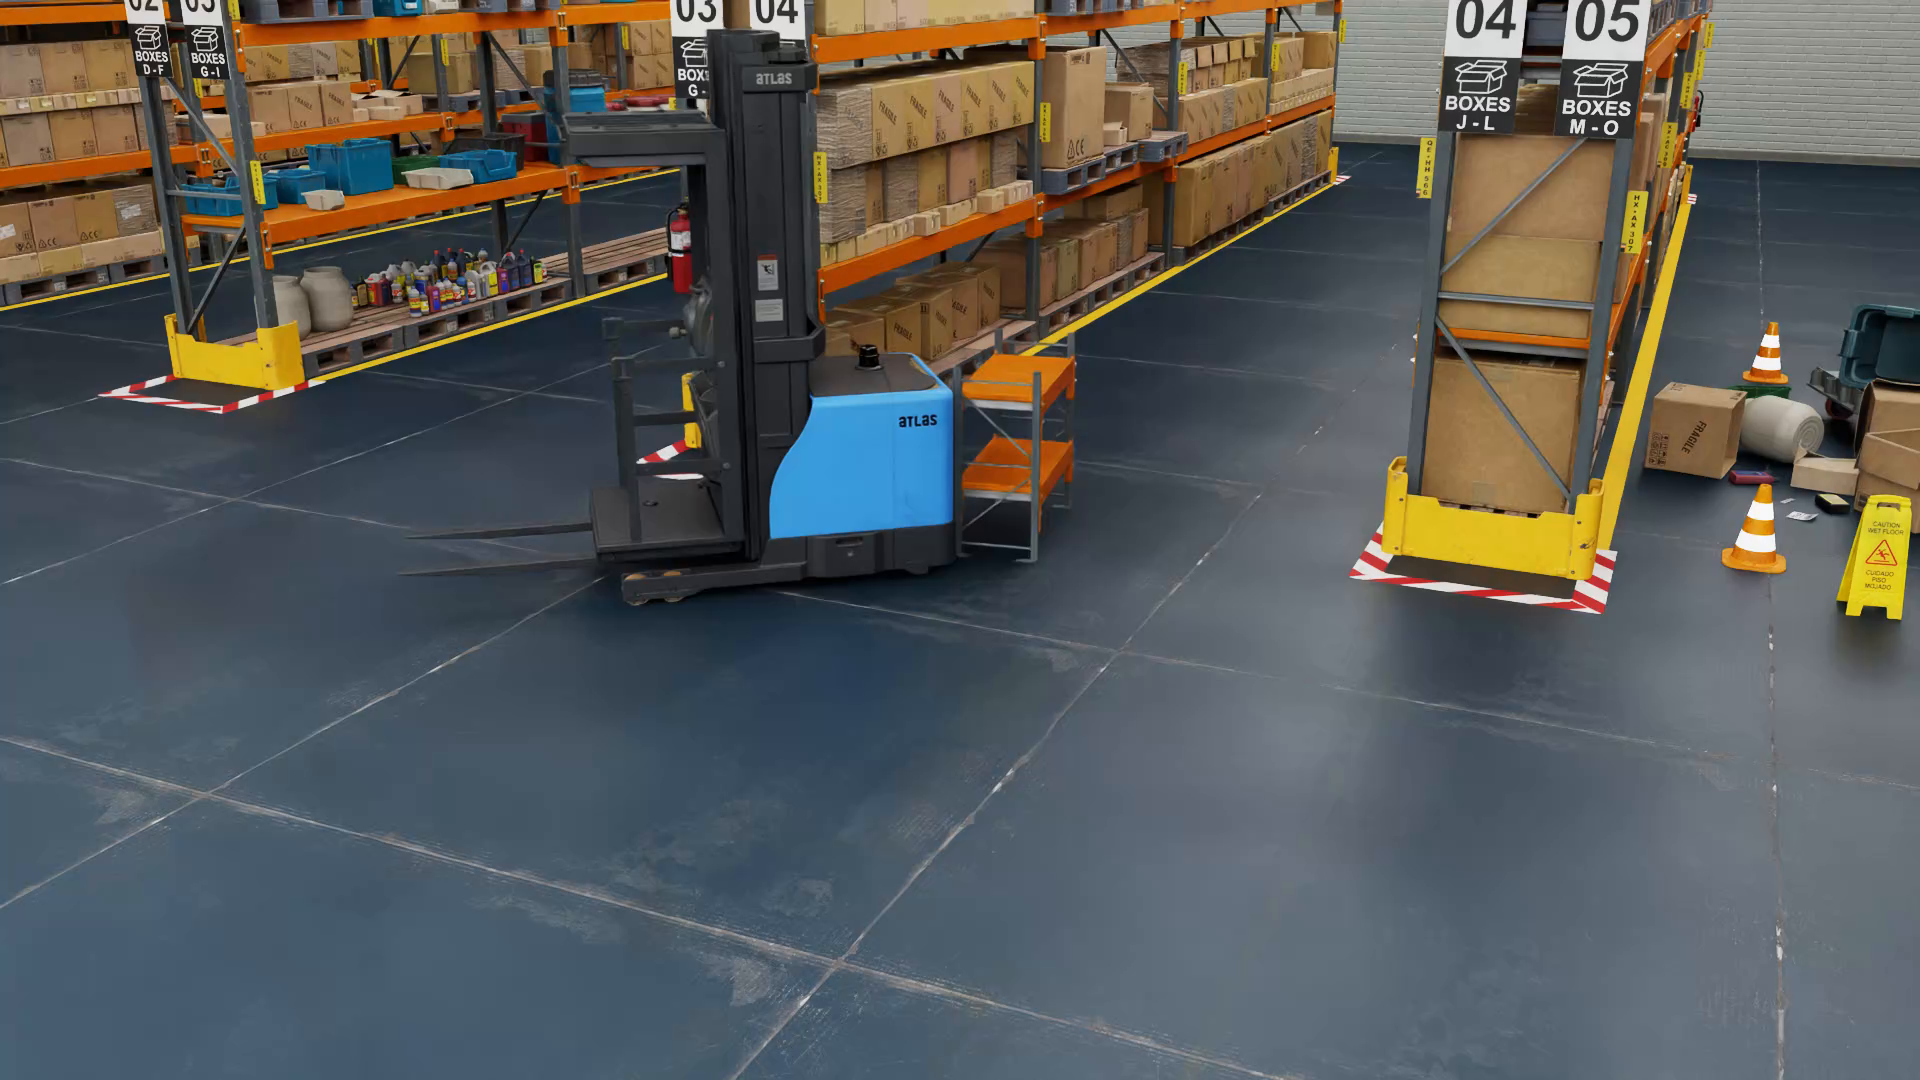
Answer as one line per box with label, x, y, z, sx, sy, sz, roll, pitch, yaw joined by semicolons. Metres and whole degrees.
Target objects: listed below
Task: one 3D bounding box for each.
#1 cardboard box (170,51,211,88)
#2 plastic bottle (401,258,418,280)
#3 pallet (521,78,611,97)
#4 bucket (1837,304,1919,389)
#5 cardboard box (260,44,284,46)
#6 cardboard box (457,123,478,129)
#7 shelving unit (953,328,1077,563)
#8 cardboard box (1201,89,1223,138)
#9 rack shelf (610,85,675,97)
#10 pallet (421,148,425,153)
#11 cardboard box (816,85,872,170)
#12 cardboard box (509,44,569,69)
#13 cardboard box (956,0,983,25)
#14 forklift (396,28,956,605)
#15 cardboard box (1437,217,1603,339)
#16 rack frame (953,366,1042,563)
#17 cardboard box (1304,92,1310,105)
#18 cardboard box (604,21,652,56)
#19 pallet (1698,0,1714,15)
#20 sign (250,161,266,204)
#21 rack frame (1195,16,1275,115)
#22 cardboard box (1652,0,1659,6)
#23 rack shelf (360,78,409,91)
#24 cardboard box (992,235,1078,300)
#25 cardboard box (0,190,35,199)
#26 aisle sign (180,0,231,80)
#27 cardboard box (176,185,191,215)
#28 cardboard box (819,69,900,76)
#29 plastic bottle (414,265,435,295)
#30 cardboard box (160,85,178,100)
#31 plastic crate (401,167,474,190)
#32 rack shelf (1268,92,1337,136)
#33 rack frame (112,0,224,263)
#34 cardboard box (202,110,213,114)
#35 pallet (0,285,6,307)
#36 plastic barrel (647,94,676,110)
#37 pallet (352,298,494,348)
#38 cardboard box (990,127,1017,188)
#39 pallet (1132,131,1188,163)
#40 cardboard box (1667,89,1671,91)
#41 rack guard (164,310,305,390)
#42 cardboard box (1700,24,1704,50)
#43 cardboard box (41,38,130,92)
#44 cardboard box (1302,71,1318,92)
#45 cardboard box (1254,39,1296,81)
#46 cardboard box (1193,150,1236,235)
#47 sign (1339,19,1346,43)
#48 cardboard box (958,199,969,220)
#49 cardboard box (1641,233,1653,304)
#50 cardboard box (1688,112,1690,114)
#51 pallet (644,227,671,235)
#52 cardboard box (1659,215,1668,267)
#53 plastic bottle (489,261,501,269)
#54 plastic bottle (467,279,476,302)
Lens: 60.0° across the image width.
cardboard box;-11.257;-6.826;24.063;0.500;0.500;0.500;9;22;24
plastic bottle;-5.250;-2.516;15.862;0.144;0.351;0.185;8;21;22
pallet;-5.958;-6.740;24.732;1.003;0.211;1.213;9;21;23
bucket;6.760;-1.359;11.930;0.726;0.611;0.620;18;16;41
cardboard box;-10.645;-7.644;25.244;0.500;0.250;0.500;8;21;22
cardboard box;-9.019;-7.447;29.536;0.700;0.500;0.500;8;21;21
shelving unit;0.335;-0.591;9.951;0.538;1.125;1.048;5;20;14
cardboard box;2.730;-4.950;19.263;0.500;0.500;0.500;8;21;22
rack shelf;-4.712;-7.333;27.184;1.077;0.370;4.000;9;21;23
pallet;-9.171;-7.021;29.396;1.003;0.211;1.213;9;21;23
cardboard box;-0.935;-2.821;11.338;0.500;0.500;0.500;9;21;23
cardboard box;-6.153;-6.972;24.321;0.700;0.500;0.500;12;23;31
cardboard box;-0.147;-4.107;12.788;0.500;0.250;0.500;8;21;22
forklift;-1.597;-1.224;9.036;3.031;2.935;1.130;-5;20;-13
cardboard box;3.185;-1.510;9.515;0.875;0.550;0.550;9;21;23
rack frame;0.208;-0.426;9.487;0.500;1.125;0.032;5;20;14
cardboard box;4.671;-6.183;23.253;0.380;0.149;0.250;9;21;24
cardboard box;-5.081;-7.684;25.457;0.500;0.500;0.500;9;22;24
pallet;6.136;-4.886;15.036;1.213;0.211;1.003;10;22;25
sign;-5.427;-2.765;12.853;0.100;0.325;0.005;9;21;23
rack frame;3.505;-5.700;21.519;1.000;3.000;0.127;9;21;23
cardboard box;3.508;-2.921;8.827;0.380;0.149;0.250;9;21;23
rack shelf;-9.233;-8.011;29.092;1.077;0.370;4.000;9;21;23
cardboard box;0.713;-2.612;15.910;0.700;0.500;0.500;8;21;22
cardboard box;-9.895;-3.313;17.165;0.500;0.500;0.500;9;21;23
aisle sign;-5.690;-3.874;12.505;0.394;0.787;0.004;9;21;23
cardboard box;-8.903;-3.944;19.223;0.500;0.311;0.500;9;21;23
cardboard box;-0.790;-3.350;12.826;0.500;0.500;0.500;9;21;23
plastic bottle;-5.105;-2.468;15.839;0.152;0.276;0.135;9;21;23
cardboard box;-8.723;-4.855;18.026;0.380;0.149;0.250;9;21;23
plastic crate;-4.723;-3.278;15.104;0.530;0.136;0.437;9;21;23
rack shelf;4.324;-5.972;23.359;1.077;0.370;4.000;9;21;23
rack frame;-8.807;-4.615;18.468;1.000;3.000;0.127;9;21;23
cardboard box;-8.614;-4.845;19.317;0.396;0.266;0.258;8;21;21
pallet;-10.170;-2.318;16.170;1.003;0.211;1.213;9;21;23
plastic barrel;-3.220;-4.617;18.271;0.433;0.535;0.433;0;20;0
pallet;-5.101;-2.046;15.407;1.003;0.211;1.213;9;21;23
cardboard box;-0.012;-3.312;14.213;0.875;0.500;0.500;9;21;23
pallet;1.672;-4.154;17.460;1.213;0.211;1.003;9;21;23
cardboard box;7.254;-4.642;17.405;0.380;0.149;0.250;9;22;24
rack guard;-5.939;-1.563;13.618;1.175;0.500;0.348;9;21;23
cardboard box;9.040;-6.218;20.892;0.500;0.500;0.500;8;21;21
cardboard box;-9.189;-4.982;17.415;0.700;0.500;0.500;8;21;23
cardboard box;4.770;-6.497;23.541;0.500;0.250;0.500;8;21;21
cardboard box;4.143;-6.383;22.102;0.500;0.500;0.500;9;21;23
cardboard box;2.541;-4.153;19.715;1.225;0.875;0.875;9;21;23
sign;5.632;-7.501;24.503;0.100;0.325;0.005;9;21;23
cardboard box;-0.148;-2.655;13.331;0.380;0.149;0.250;9;21;23
cardboard box;6.019;-2.730;15.898;1.050;0.750;0.750;8;21;22
cardboard box;9.443;-5.724;21.961;0.380;0.149;0.250;9;22;24
pallet;-3.004;-3.611;19.808;1.003;0.211;1.213;9;21;23
cardboard box;7.076;-3.121;17.372;0.500;0.500;0.500;9;21;23
plastic bottle;-4.514;-2.575;16.142;0.152;0.276;0.135;9;21;23
plastic bottle;-4.595;-2.340;15.591;0.097;0.201;0.097;0;20;0
